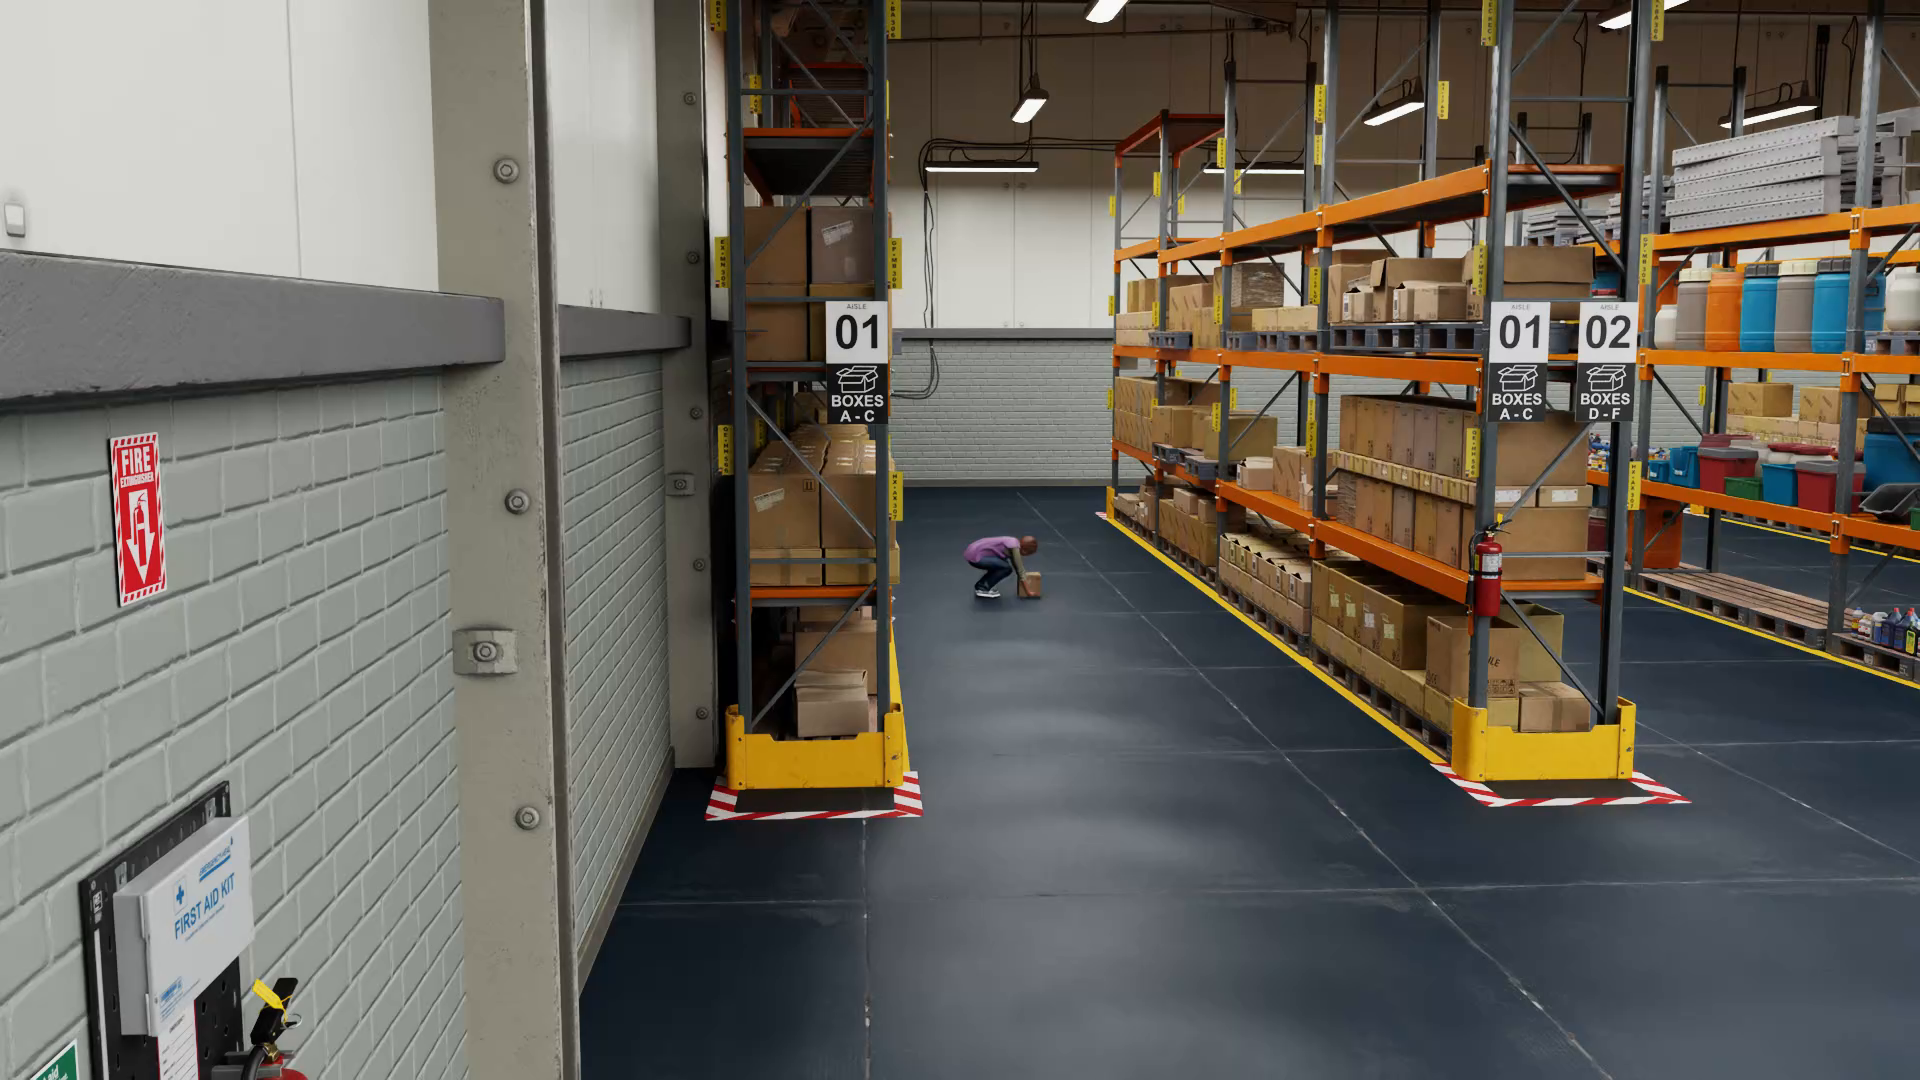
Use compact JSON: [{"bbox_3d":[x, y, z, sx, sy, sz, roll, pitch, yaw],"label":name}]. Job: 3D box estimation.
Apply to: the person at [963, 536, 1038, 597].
[{"bbox_3d":[0.468,0.308,19.099,0.864,0.697,0.422,-1,7,-5],"label":"person"}]
